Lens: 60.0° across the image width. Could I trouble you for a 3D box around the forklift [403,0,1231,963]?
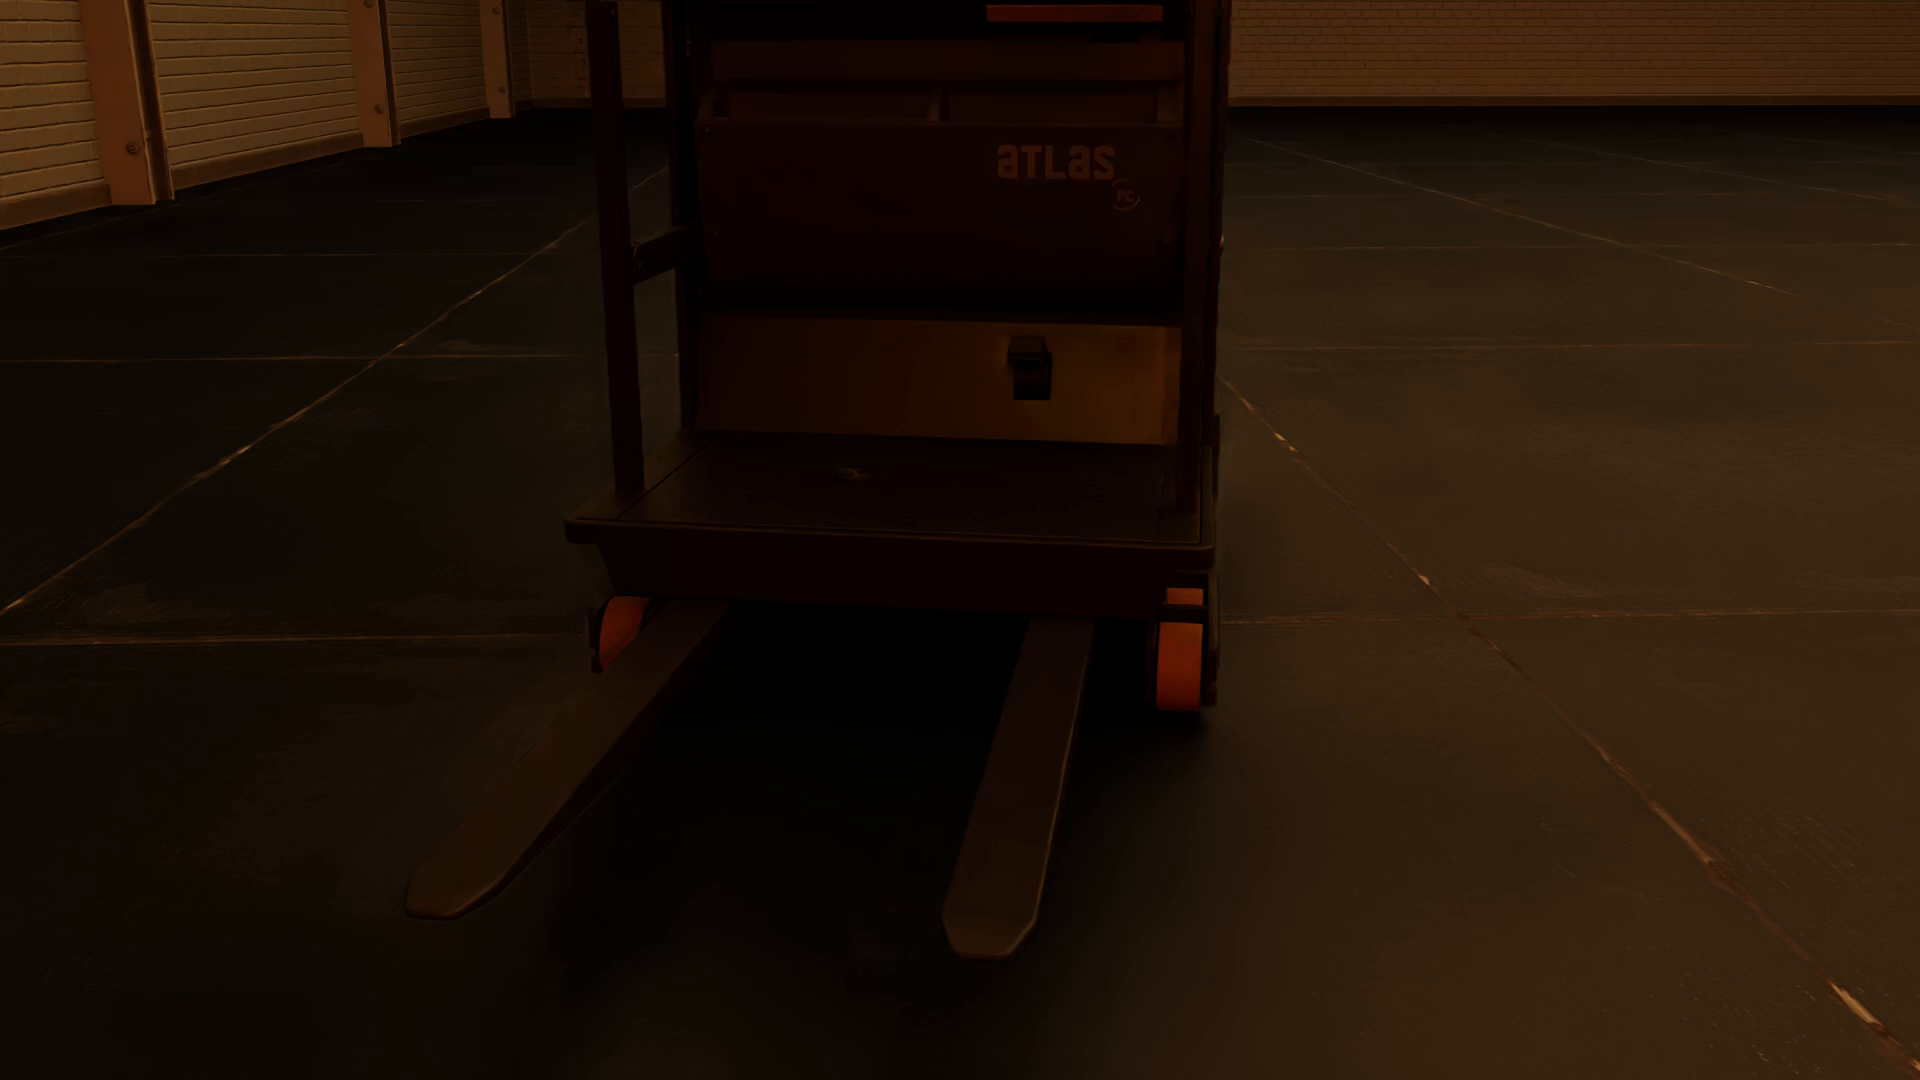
[{"bbox_3d":[-0.067,-1.205,2.847,1.130,2.935,3.031,2,17,8],"label":"forklift"}]
